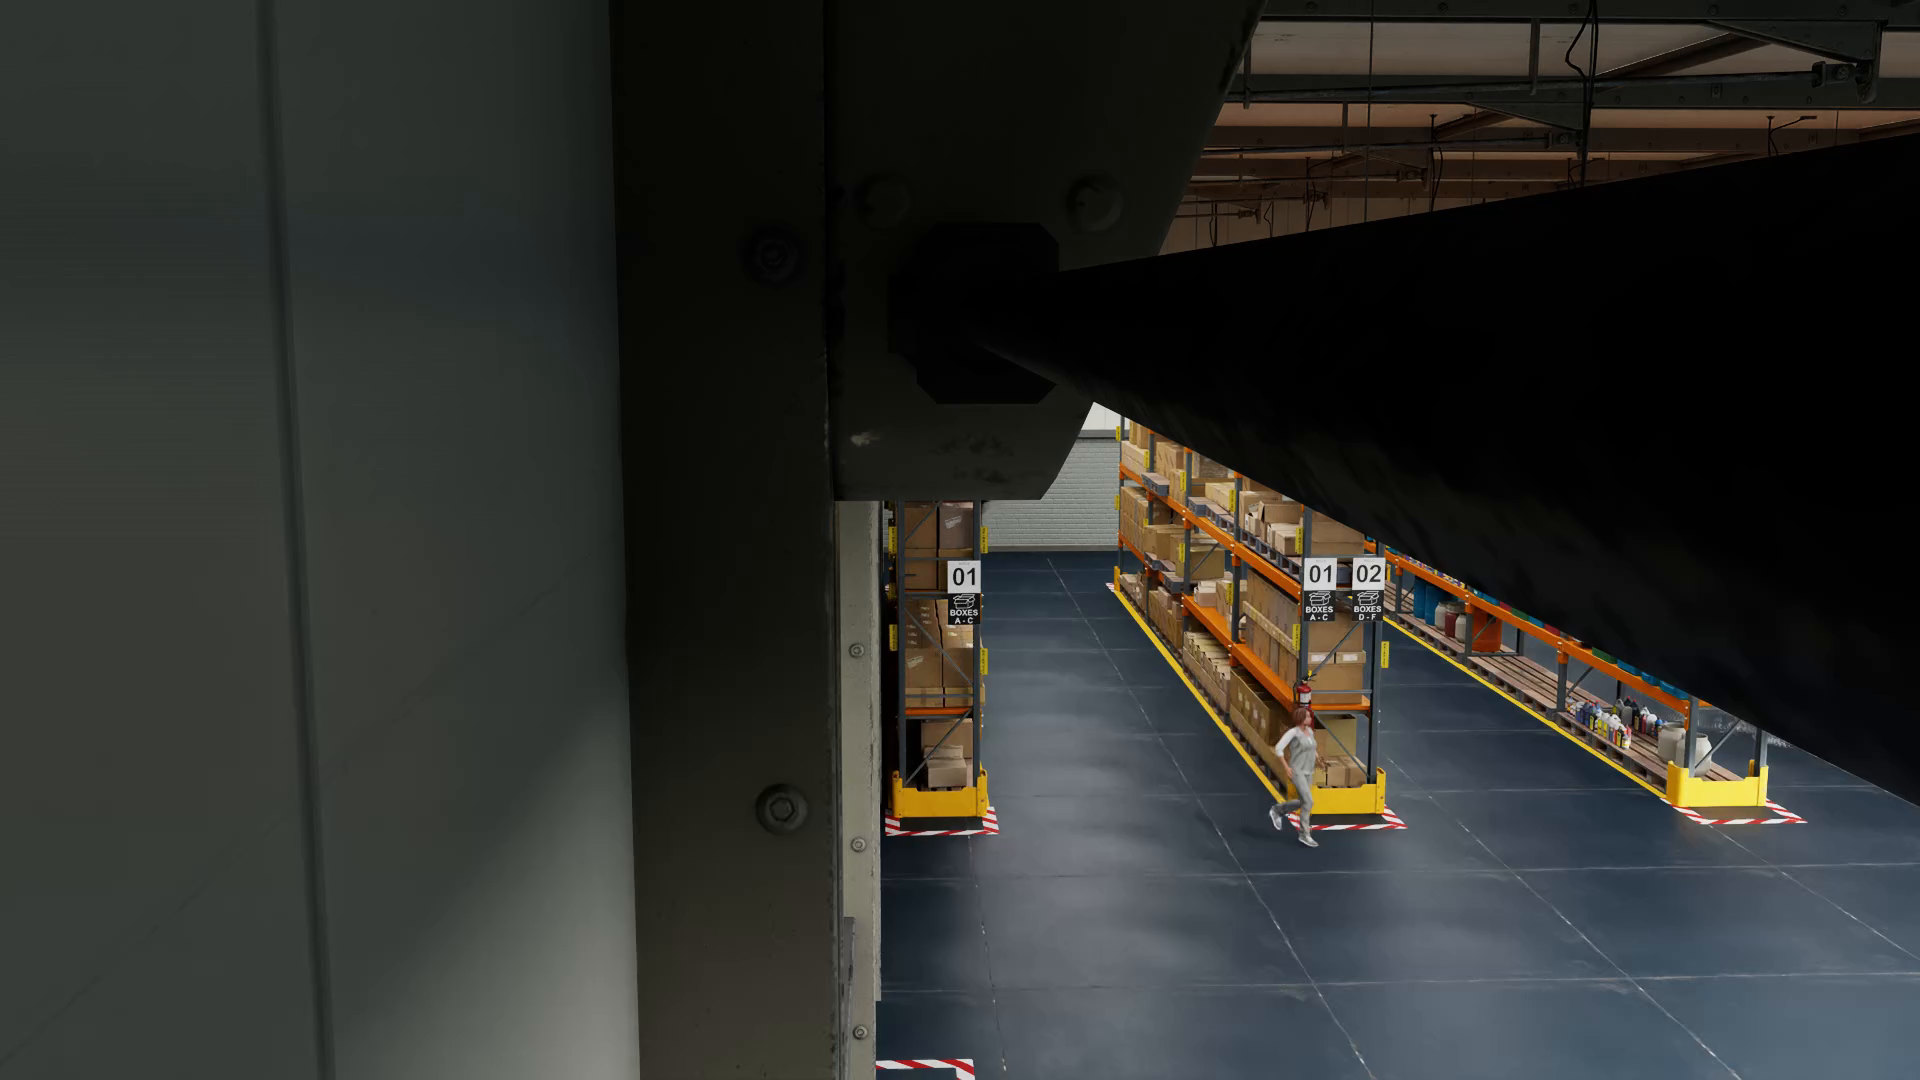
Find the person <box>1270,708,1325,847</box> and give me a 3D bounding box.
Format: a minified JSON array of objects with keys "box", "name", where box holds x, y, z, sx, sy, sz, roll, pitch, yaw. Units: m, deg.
[{"box":[4.005,2.772,19.597,0.694,1.561,0.583,8,11,44],"name":"person"}]
